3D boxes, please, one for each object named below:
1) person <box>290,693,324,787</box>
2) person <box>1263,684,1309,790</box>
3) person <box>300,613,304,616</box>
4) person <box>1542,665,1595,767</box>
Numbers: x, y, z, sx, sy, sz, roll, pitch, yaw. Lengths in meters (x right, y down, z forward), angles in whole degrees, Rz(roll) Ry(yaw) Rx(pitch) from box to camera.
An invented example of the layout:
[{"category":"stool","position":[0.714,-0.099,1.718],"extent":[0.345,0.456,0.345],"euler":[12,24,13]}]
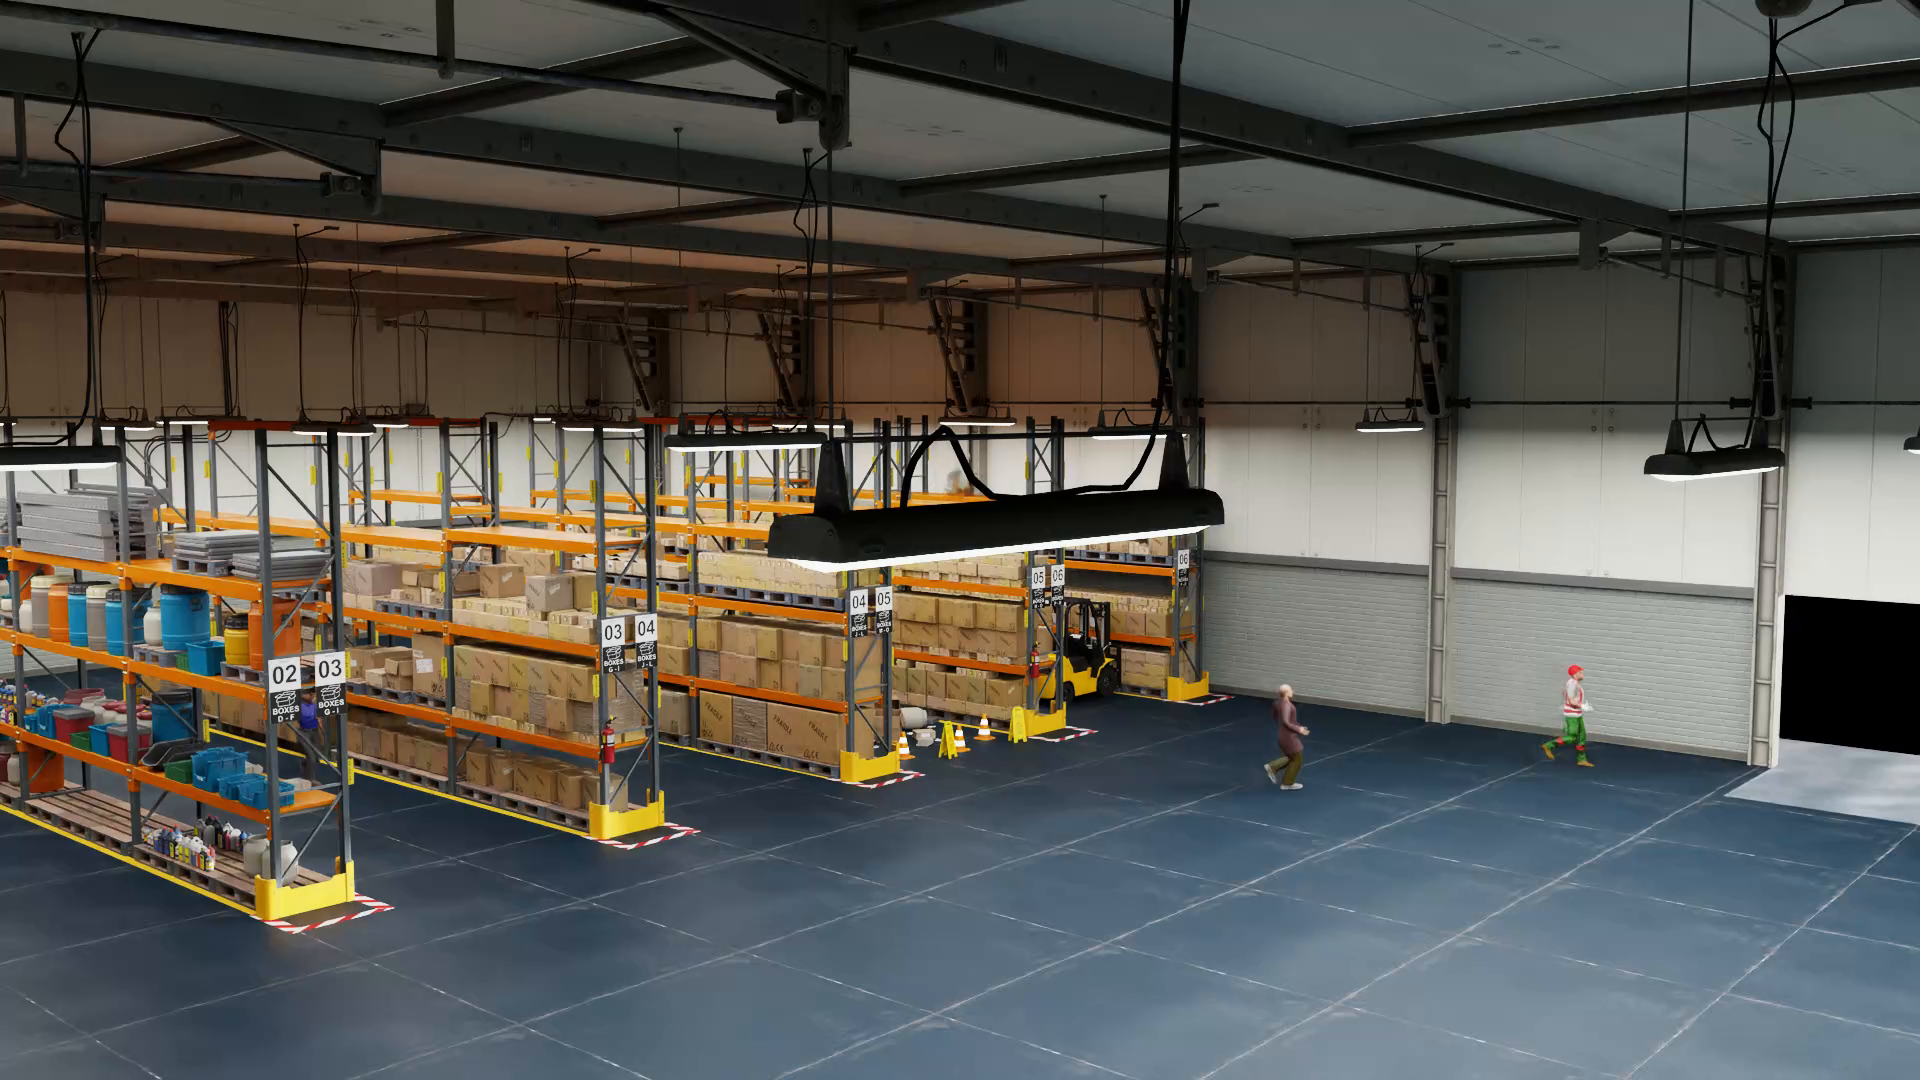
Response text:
[{"category":"person","position":[-10.793,3.243,27.474],"extent":[0.681,1.607,0.580],"euler":[3,6,36]},{"category":"person","position":[5.308,3.211,27.128],"extent":[0.668,1.724,0.707],"euler":[0,5,-4]},{"category":"person","position":[-15.013,2.432,37.612],"extent":[0.680,1.555,0.596],"euler":[-1,5,-7]},{"category":"person","position":[10.613,3.052,28.940],"extent":[0.886,1.781,0.664],"euler":[2,5,20]}]
